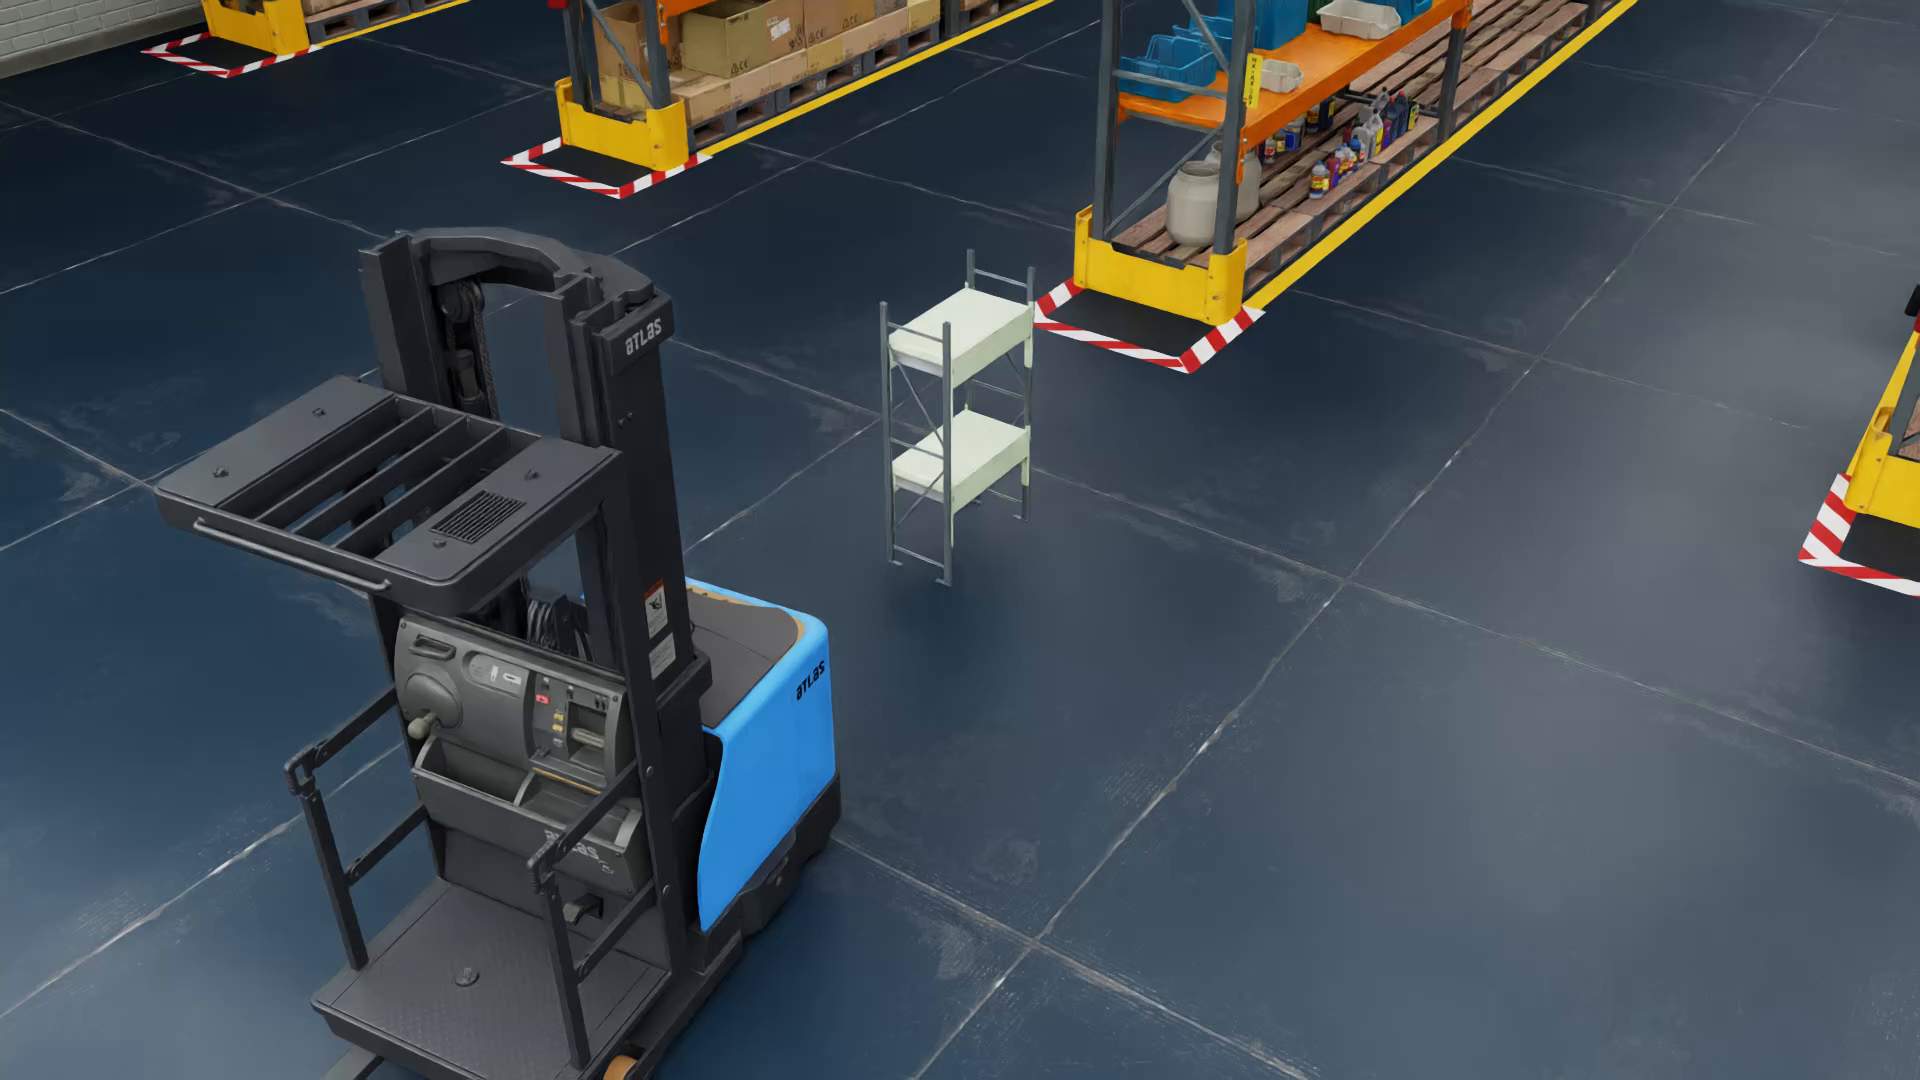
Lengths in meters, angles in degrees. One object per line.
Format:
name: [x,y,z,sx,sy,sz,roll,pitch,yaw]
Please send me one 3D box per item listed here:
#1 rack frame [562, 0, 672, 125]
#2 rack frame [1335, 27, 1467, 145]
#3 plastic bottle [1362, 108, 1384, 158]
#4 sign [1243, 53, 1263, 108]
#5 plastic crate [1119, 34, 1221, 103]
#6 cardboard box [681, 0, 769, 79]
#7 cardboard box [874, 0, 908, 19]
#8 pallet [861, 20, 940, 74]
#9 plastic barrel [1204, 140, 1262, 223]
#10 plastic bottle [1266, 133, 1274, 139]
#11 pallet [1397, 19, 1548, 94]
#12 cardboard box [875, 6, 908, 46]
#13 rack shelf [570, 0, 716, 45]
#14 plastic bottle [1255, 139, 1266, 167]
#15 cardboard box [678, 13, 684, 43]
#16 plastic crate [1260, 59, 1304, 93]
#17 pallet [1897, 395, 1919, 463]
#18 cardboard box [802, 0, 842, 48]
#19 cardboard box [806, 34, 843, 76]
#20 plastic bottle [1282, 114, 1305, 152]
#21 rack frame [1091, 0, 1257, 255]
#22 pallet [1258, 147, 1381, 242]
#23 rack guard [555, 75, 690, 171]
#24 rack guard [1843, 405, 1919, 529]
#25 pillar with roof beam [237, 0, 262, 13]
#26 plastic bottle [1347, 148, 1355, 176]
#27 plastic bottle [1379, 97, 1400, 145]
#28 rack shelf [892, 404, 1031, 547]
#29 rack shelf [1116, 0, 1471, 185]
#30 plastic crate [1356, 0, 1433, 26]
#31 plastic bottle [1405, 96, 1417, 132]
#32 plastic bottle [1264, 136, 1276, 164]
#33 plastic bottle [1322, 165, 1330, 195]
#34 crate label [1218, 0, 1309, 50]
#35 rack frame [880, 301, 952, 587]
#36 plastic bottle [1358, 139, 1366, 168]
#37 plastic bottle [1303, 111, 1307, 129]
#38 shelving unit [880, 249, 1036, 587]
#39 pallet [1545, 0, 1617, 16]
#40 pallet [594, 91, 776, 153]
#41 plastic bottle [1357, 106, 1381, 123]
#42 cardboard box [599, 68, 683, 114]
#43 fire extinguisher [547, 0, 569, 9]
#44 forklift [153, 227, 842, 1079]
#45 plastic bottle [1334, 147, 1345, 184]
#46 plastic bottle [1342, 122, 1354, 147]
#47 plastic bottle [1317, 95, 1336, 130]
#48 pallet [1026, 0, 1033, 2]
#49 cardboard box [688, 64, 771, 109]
rack frame: [-2.731,-4.448,12.825,1.000,3.000,0.127,21,39,28]
rack frame: [3.616,-4.704,13.205,1.000,3.000,0.127,21,39,28]
plastic bottle: [3.192,-3.164,12.899,0.144,0.351,0.185,21,39,28]
sign: [1.785,-2.801,10.142,0.100,0.325,0.005,21,39,28]
plastic crate: [1.375,-3.128,11.006,0.499,0.251,0.616,21,39,28]
cardboard box: [-1.959,-4.200,13.868,0.500,0.500,0.500,21,39,28]
cardboard box: [-0.830,-5.124,15.236,0.500,0.500,0.500,21,39,28]
pallet: [-0.939,-4.781,15.806,1.003,0.211,1.213,21,39,28]
plastic barrel: [1.934,-2.565,11.887,0.421,0.512,0.421,0,34,0]
plastic bottle: [2.359,-3.182,12.926,0.144,0.351,0.185,23,40,30]
pallet: [4.727,-4.487,15.372,1.003,0.211,1.213,21,39,28]
cardboard box: [-0.829,-4.813,15.445,0.500,0.250,0.500,21,39,28]
rack shelf: [-1.591,-5.070,14.387,1.077,0.370,4.000,21,39,28]
plastic bottle: [2.277,-2.979,12.686,0.061,0.283,0.133,21,39,28]
cardboard box: [-2.112,-4.600,14.460,0.500,0.500,0.500,21,39,28]
plastic crate: [2.110,-3.064,11.013,0.298,0.136,0.250,21,39,28]
pallet: [5.940,-0.524,9.512,1.003,0.211,1.213,21,39,28]
cardboard box: [-1.385,-4.658,14.547,0.500,0.500,0.500,21,39,28]
cardboard box: [-1.386,-4.348,14.757,0.500,0.250,0.500,21,39,28]
plastic bottle: [2.601,-3.201,13.020,0.152,0.276,0.135,21,39,28]
rack frame: [1.336,-2.864,10.483,1.000,3.000,0.127,21,39,28]
pallet: [2.504,-2.690,12.715,1.003,0.211,1.213,21,39,28]
rack guard: [-2.745,-3.401,13.509,1.175,0.500,0.348,21,39,28]
rack guard: [5.448,-0.281,8.895,1.175,0.500,0.348,21,39,28]
pillar with roof beam: [-3.578,-7.737,12.333,9.100,9.000,0.400,21,39,28]
plastic bottle: [2.934,-2.871,12.599,0.097,0.201,0.097,0,34,0]
plastic bottle: [3.377,-3.313,13.118,0.144,0.351,0.185,19,39,26]
rack shelf: [-0.004,-0.348,8.684,0.431,0.370,0.720,21,39,28]
rack shelf: [2.476,-3.486,12.045,1.077,0.370,4.000,21,39,28]
plastic crate: [3.208,-4.047,12.365,0.499,0.251,0.616,21,39,28]
plastic bottle: [3.613,-3.435,13.359,0.061,0.283,0.133,23,41,30]
plastic bottle: [2.381,-3.012,12.807,0.097,0.201,0.097,0,34,0]
plastic bottle: [2.685,-2.669,12.300,0.097,0.201,0.097,0,34,0]
crate label: [2.163,-3.812,11.853,0.502,0.435,0.616,21,39,28]
rack frame: [-0.212,-0.450,8.252,0.400,1.500,0.023,21,39,28]
plastic bottle: [3.052,-2.966,12.738,0.097,0.201,0.097,0,34,0]
plastic bottle: [2.708,-3.464,13.342,0.144,0.351,0.185,20,39,26]
shelving unit: [-0.004,-0.618,8.501,0.431,1.500,0.755,21,39,28]
pallet: [6.312,-5.766,17.264,1.003,0.211,1.213,21,39,28]
pallet: [-2.330,-3.658,14.146,1.003,0.211,1.213,21,39,28]
plastic bottle: [3.241,-3.317,13.192,0.152,0.276,0.135,21,39,28]
cardboard box: [-2.668,-3.824,13.982,0.500,0.250,0.500,21,39,28]
fire extinguisher: [-3.180,-4.509,12.985,0.296,0.674,0.183,21,39,28]
forklift: [-1.610,0.609,5.409,1.130,2.935,3.031,15,37,22]
plastic bottle: [2.821,-2.808,12.443,0.097,0.271,0.097,0,34,0]
plastic bottle: [3.009,-3.096,12.859,0.061,0.283,0.133,21,39,28]
plastic bottle: [2.934,-3.504,13.402,0.144,0.351,0.185,21,39,28]
pallet: [0.632,-6.049,17.681,1.003,0.211,1.213,21,39,28]
cardboard box: [-1.961,-3.890,14.079,0.500,0.250,0.500,21,39,28]
